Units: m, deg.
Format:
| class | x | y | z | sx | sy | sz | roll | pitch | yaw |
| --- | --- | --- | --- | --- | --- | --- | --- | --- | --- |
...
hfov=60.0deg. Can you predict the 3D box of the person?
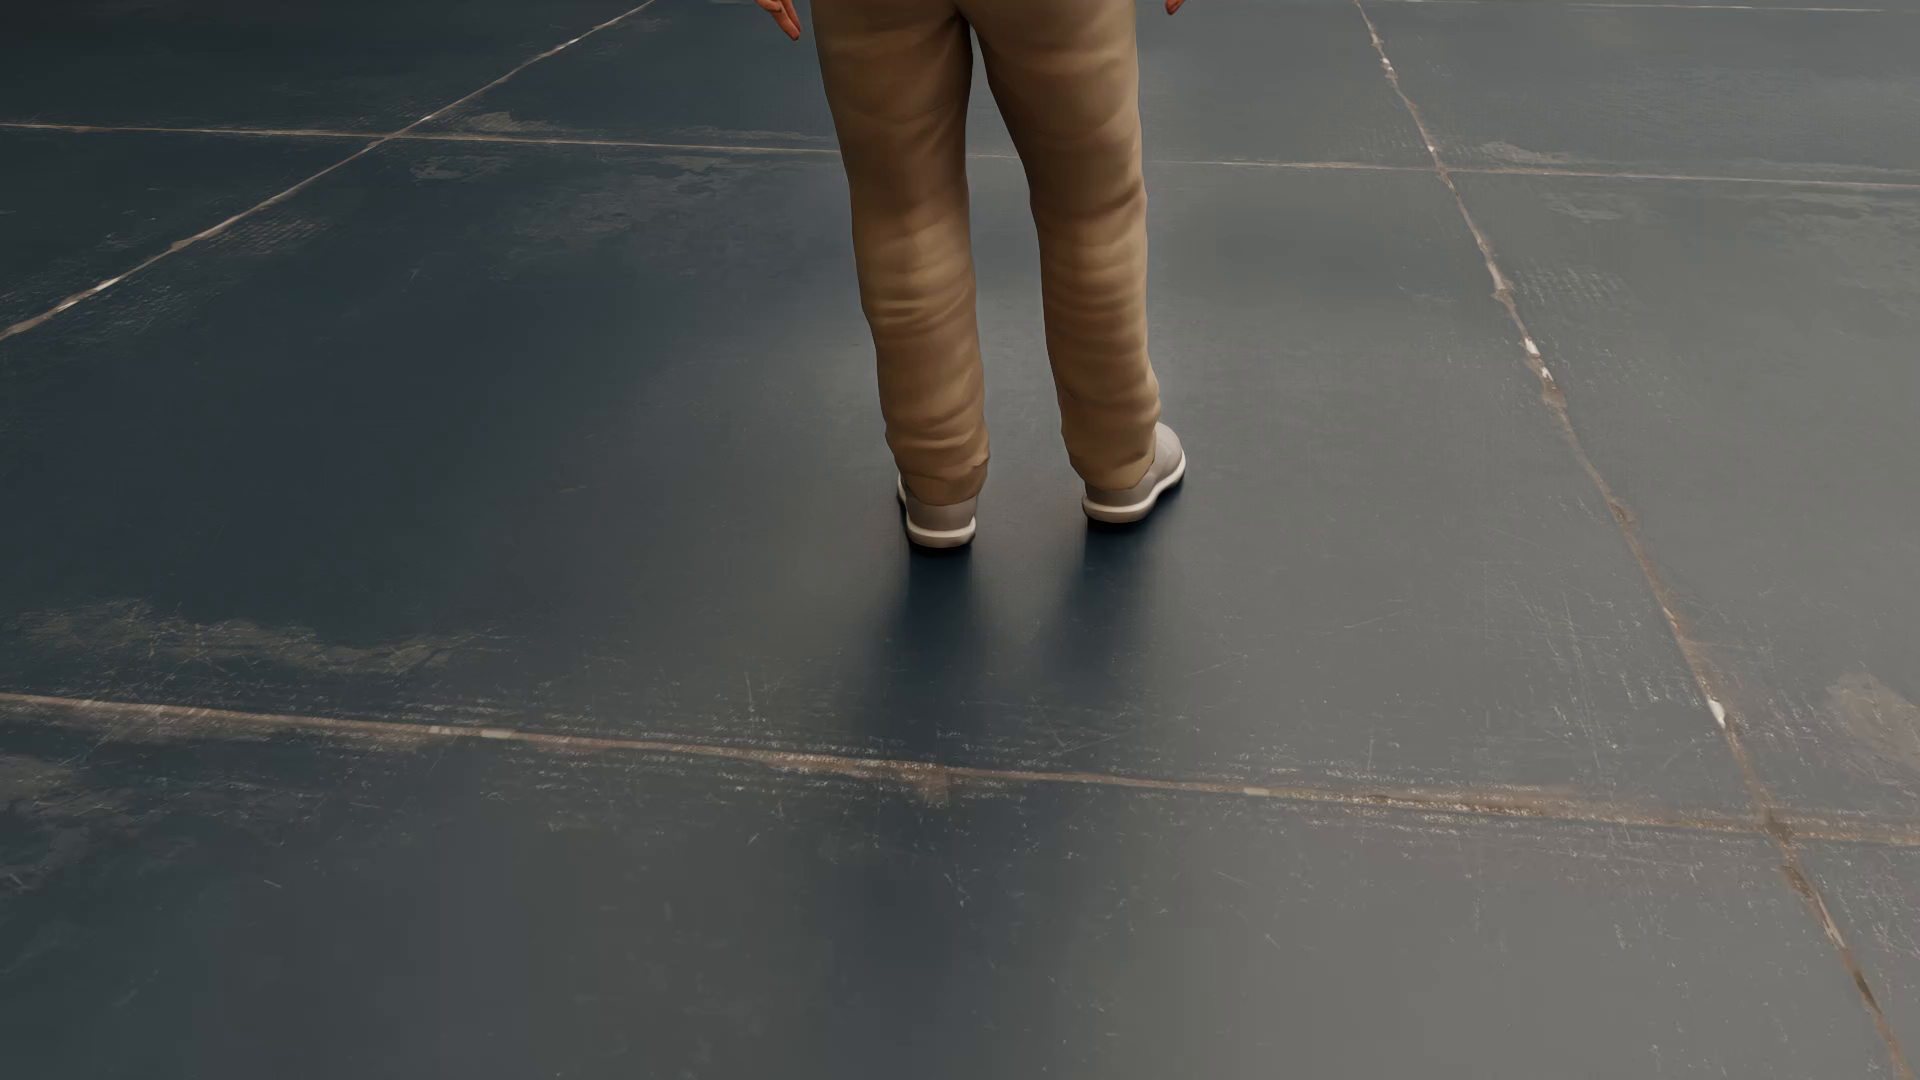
| class | x | y | z | sx | sy | sz | roll | pitch | yaw |
| --- | --- | --- | --- | --- | --- | --- | --- | --- | --- |
| person | 0.024 | -0.820 | 2.189 | 0.641 | 1.728 | 0.550 | 3 | 27 | 7 |
